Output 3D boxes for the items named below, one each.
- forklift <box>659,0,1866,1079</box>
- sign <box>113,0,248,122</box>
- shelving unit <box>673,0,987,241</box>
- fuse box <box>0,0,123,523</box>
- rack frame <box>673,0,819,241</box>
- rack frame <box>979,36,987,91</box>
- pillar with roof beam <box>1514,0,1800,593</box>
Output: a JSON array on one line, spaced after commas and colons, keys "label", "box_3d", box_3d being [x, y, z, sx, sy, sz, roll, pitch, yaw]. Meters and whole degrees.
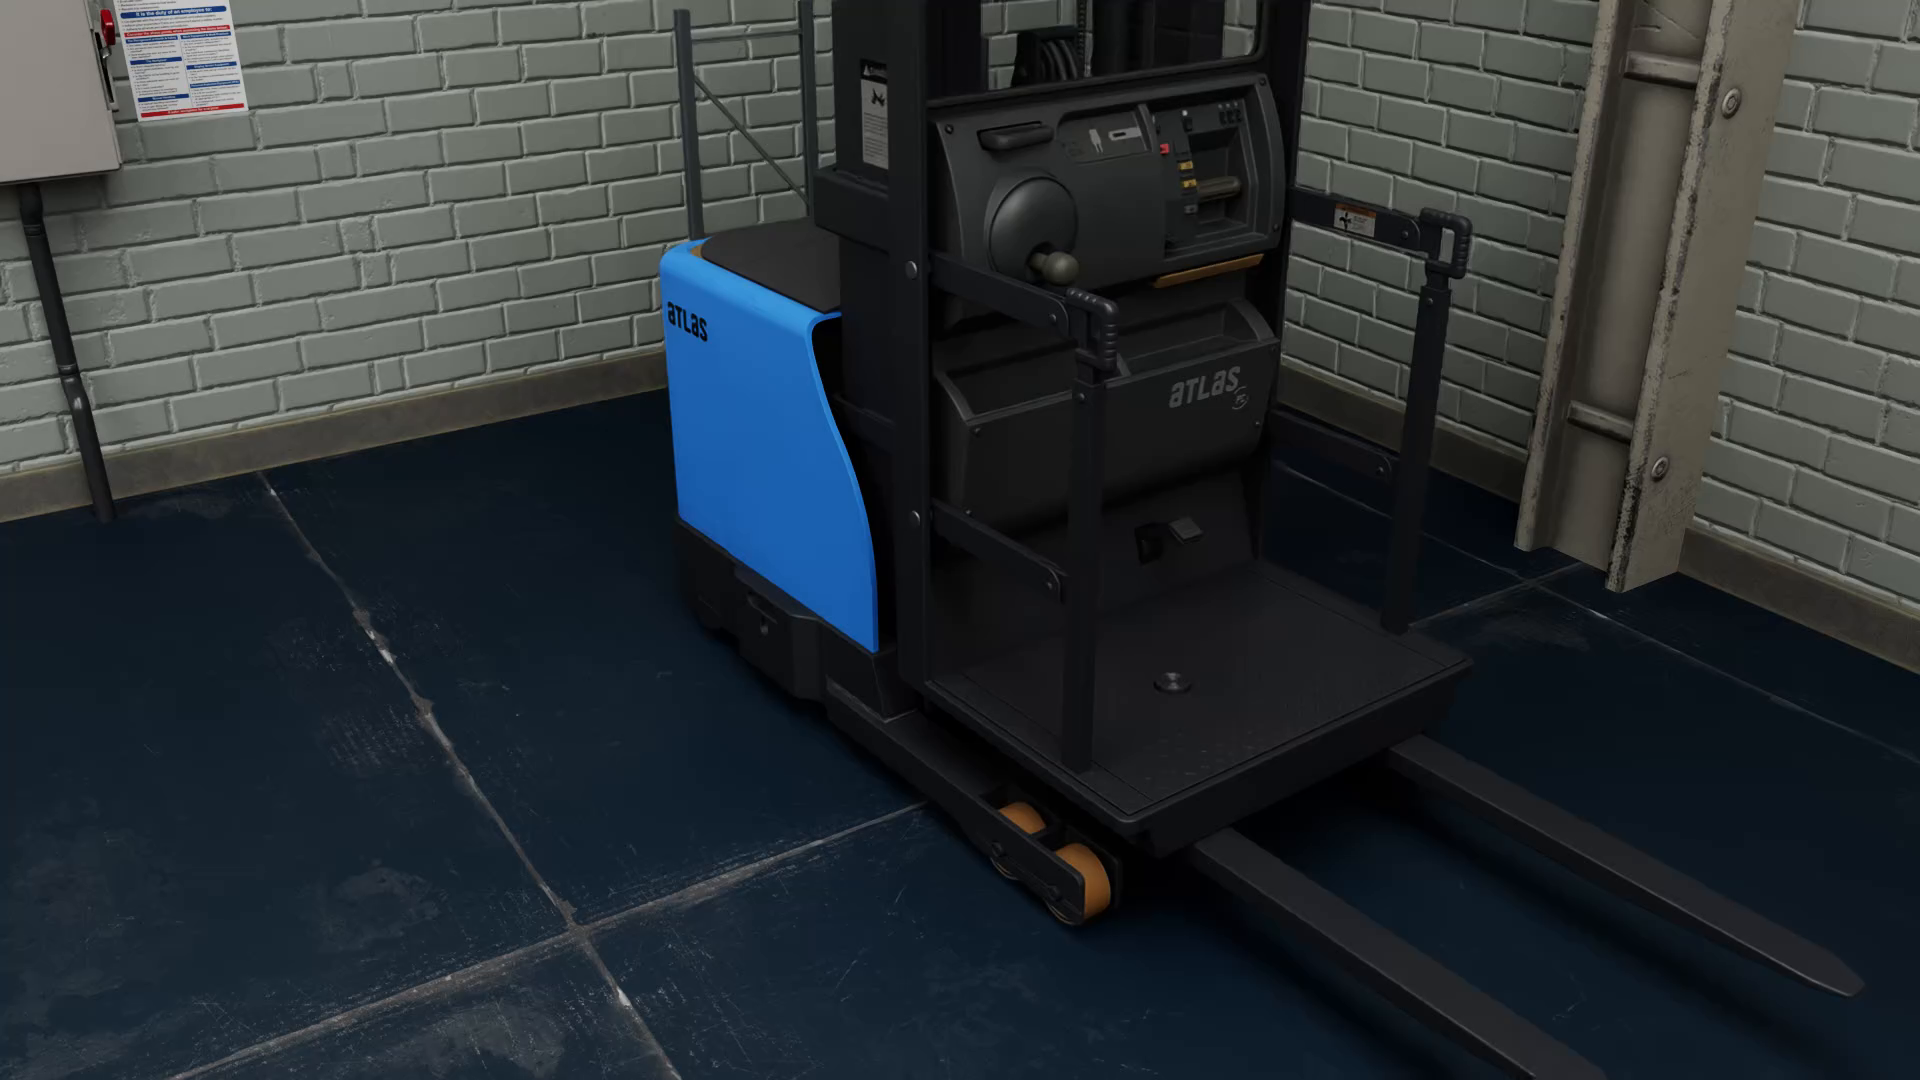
[{"label": "forklift", "box_3d": [0.474, -0.750, 3.405, 1.130, 2.935, 3.031, -18, 31, -33]}, {"label": "sign", "box_3d": [-2.429, -1.567, 5.168, 0.329, 0.494, 0.001, -16, 29, -30]}, {"label": "shelving unit", "box_3d": [-0.427, -0.910, 5.421, 0.587, 1.500, 1.083, -16, 30, -31]}, {"label": "fuse box", "box_3d": [-2.729, -0.839, 5.022, 0.539, 1.711, 0.414, -16, 29, -30]}, {"label": "rack frame", "box_3d": [-0.710, -1.086, 5.794, 0.500, 1.500, 0.032, -16, 30, -31]}, {"label": "rack frame", "box_3d": [-0.134, -0.728, 5.035, 0.500, 1.500, 0.032, -16, 30, -31]}, {"label": "pillar with roof beam", "box_3d": [-1.638, -3.015, 1.095, 9.100, 9.000, 0.400, -16, 29, -30]}]
